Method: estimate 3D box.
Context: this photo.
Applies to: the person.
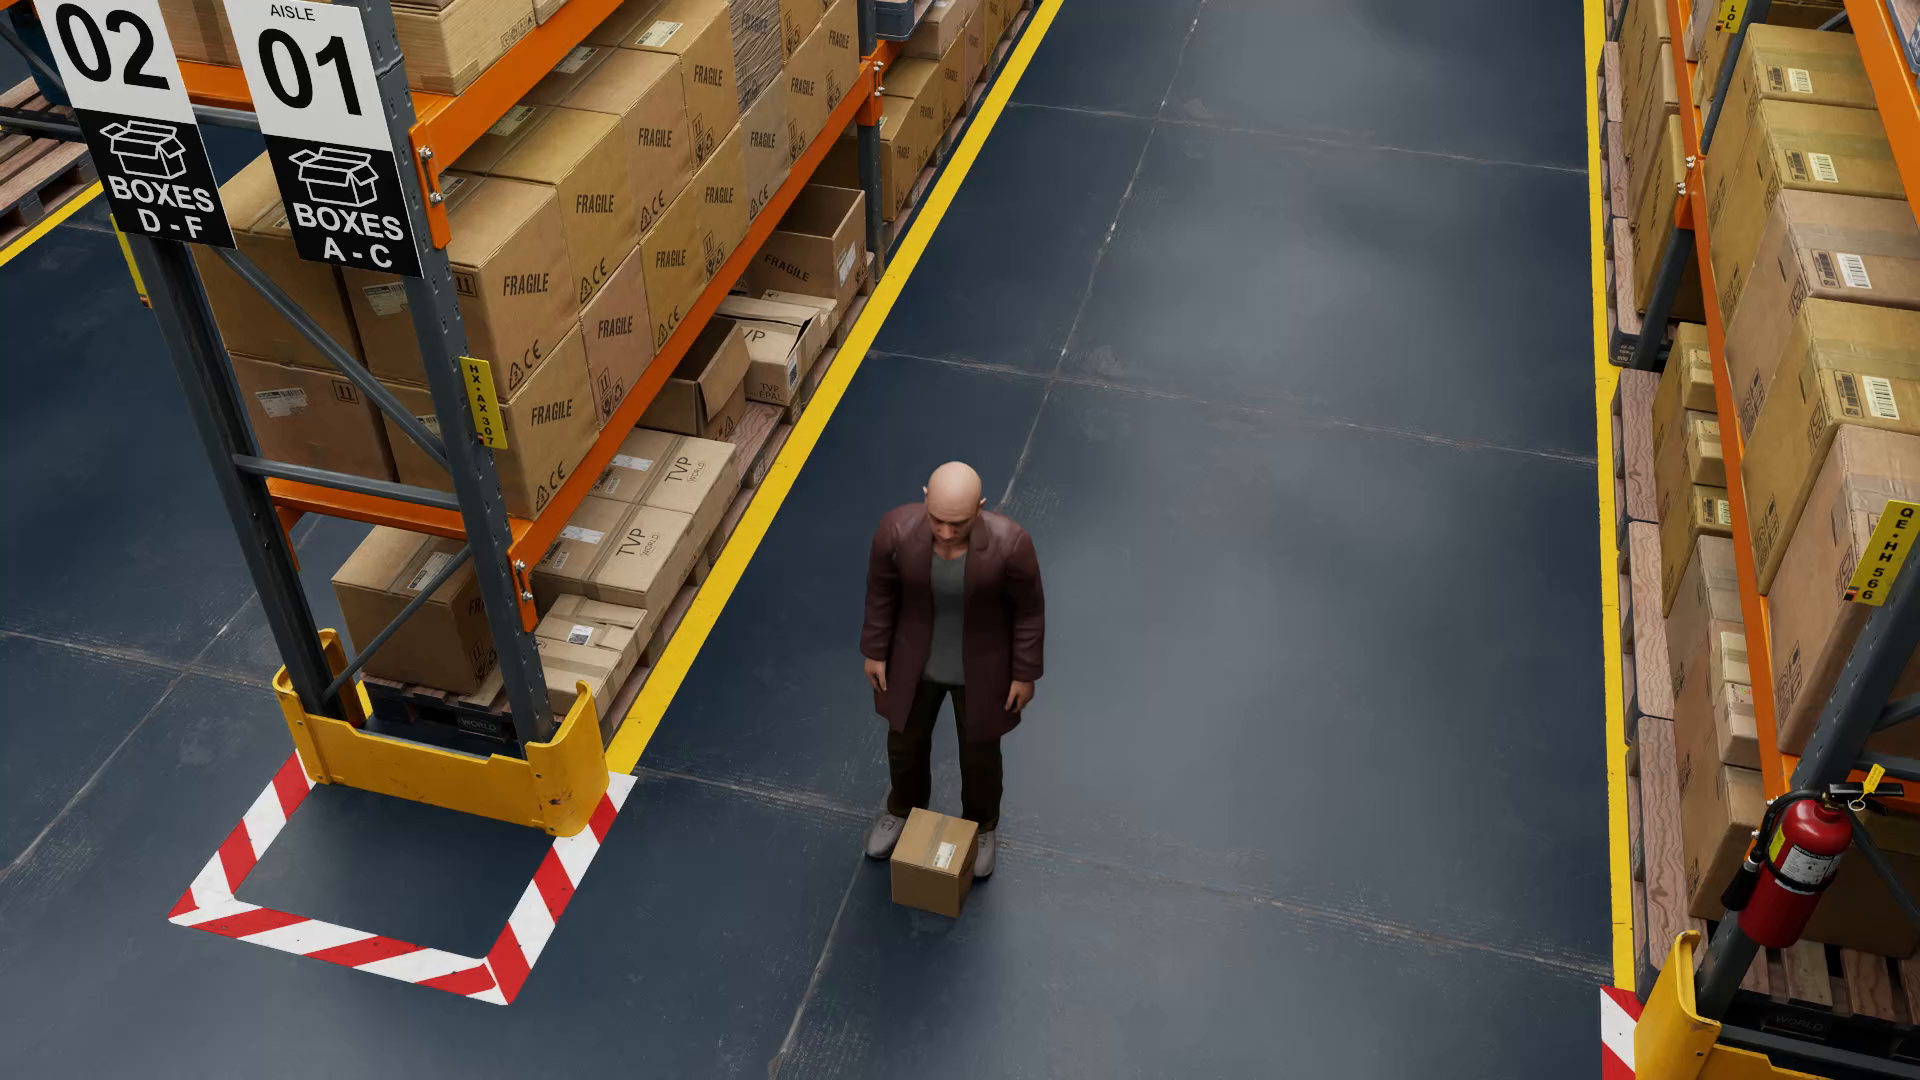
[{"bbox_3d":[-0.031,0.424,5.673,0.640,1.772,0.428,8,41,10],"label":"person"}]
